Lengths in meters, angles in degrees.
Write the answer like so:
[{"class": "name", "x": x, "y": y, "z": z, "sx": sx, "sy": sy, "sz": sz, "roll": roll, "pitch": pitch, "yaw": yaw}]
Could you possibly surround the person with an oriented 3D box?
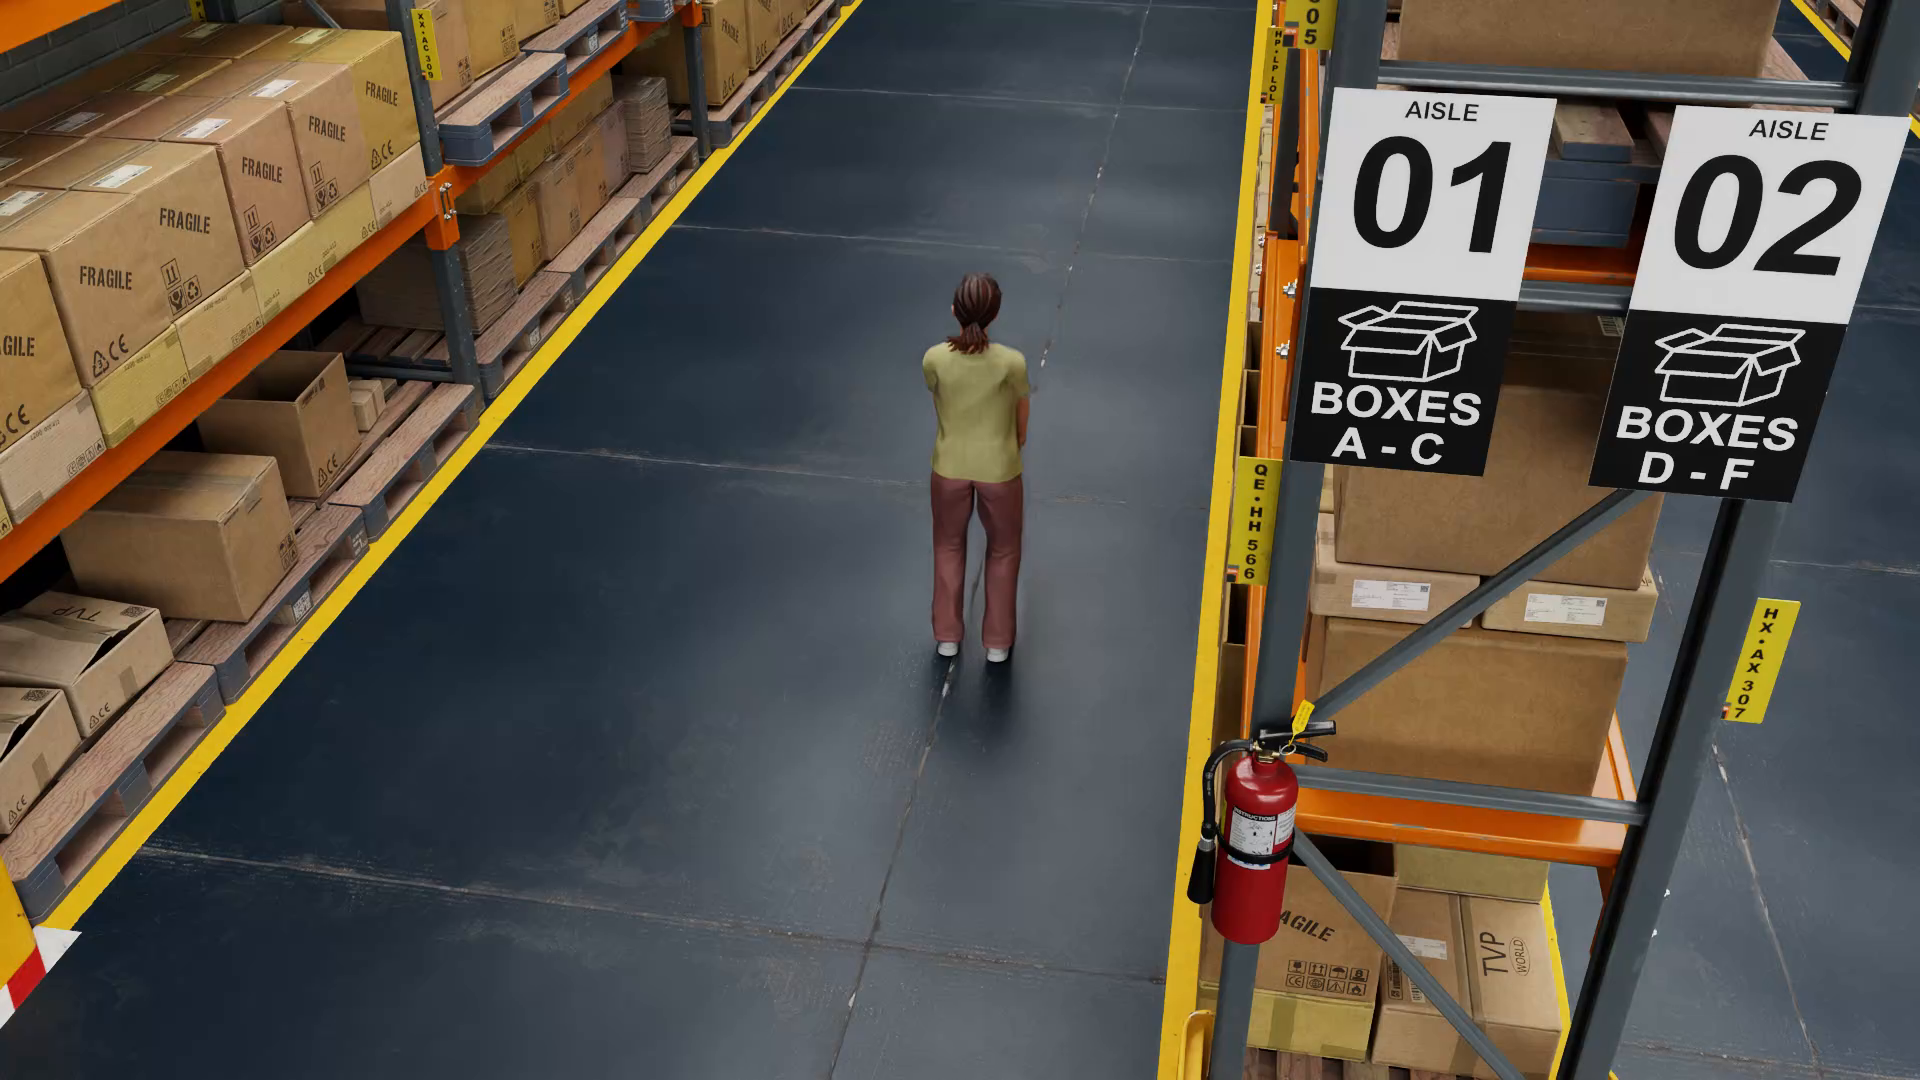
[{"class": "person", "x": 0.074, "y": -0.312, "z": 6.641, "sx": 0.408, "sy": 1.667, "sz": 0.501, "roll": 5, "pitch": 33, "yaw": 8}]
